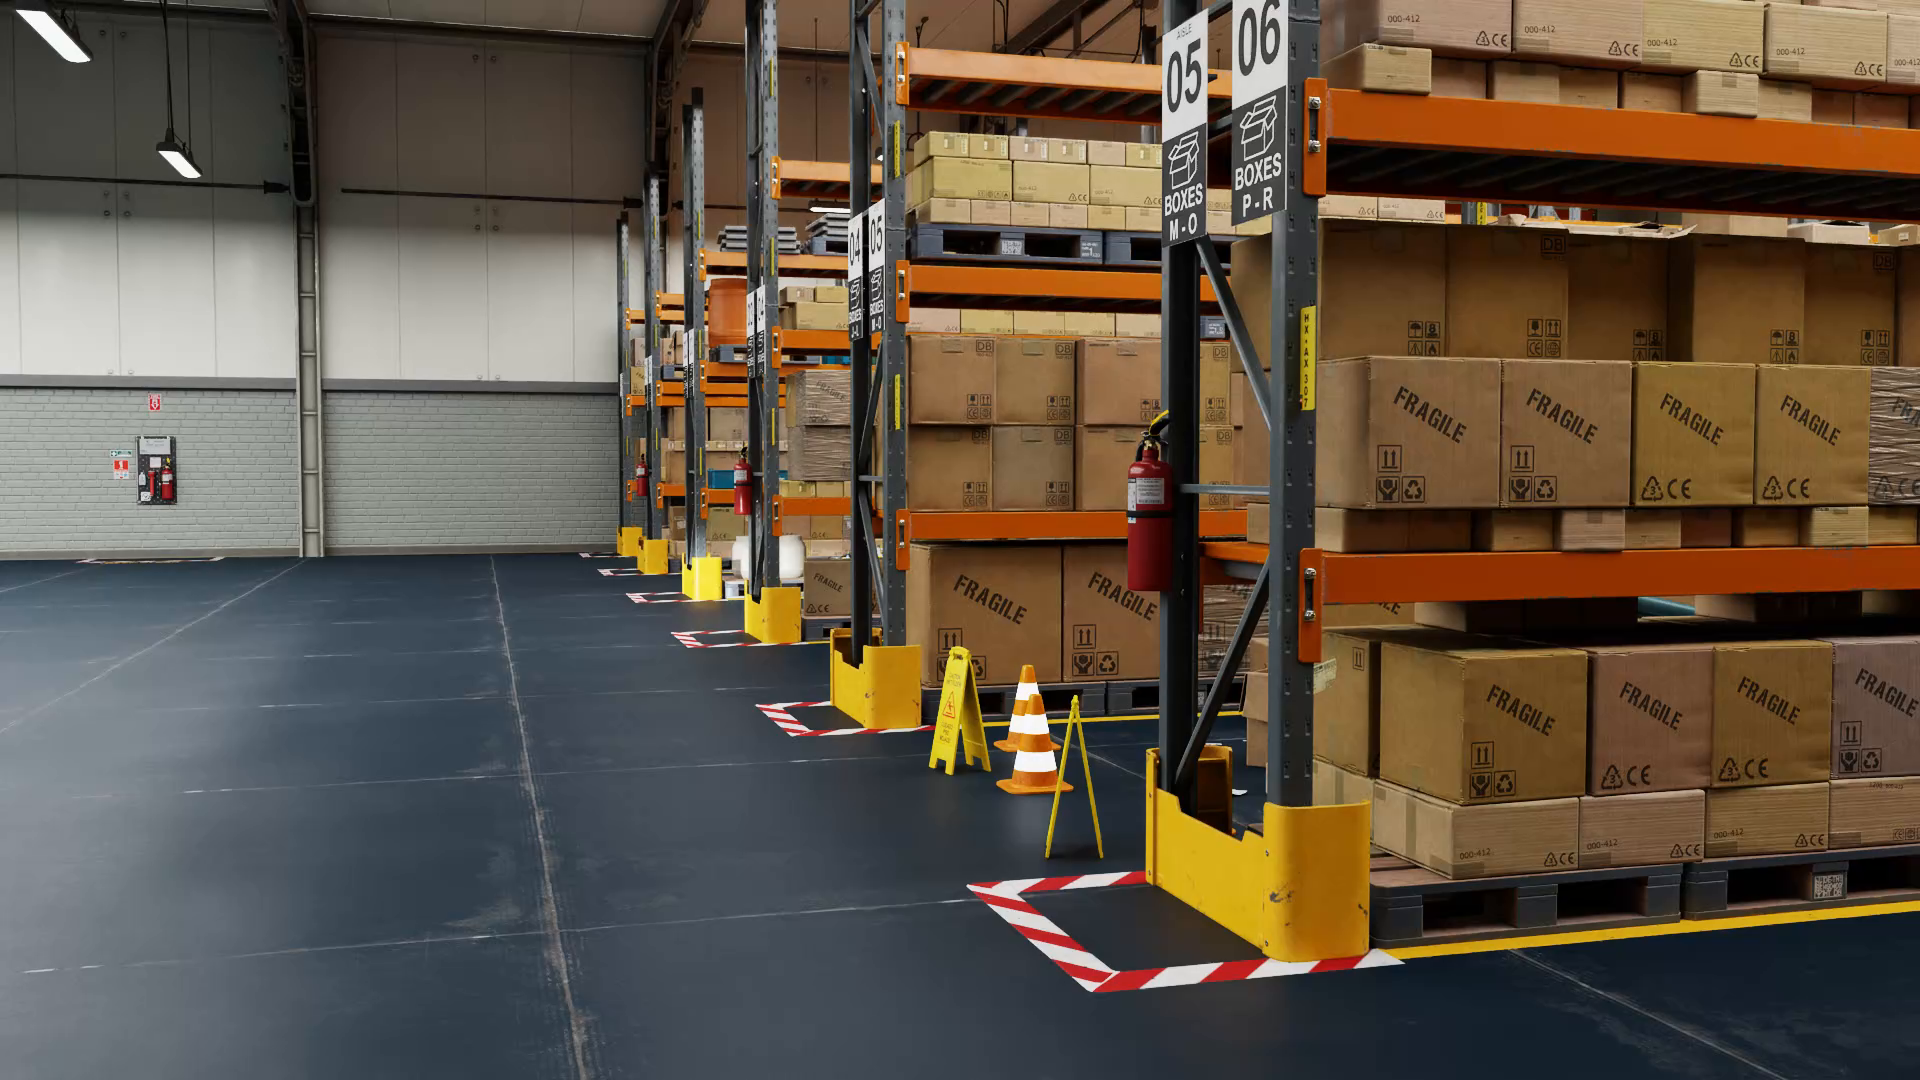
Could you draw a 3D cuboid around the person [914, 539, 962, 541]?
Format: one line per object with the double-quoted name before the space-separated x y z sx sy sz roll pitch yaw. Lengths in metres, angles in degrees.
"person" -0.241 -0.117 18.253 0.604 1.778 0.453 -1 3 -17
